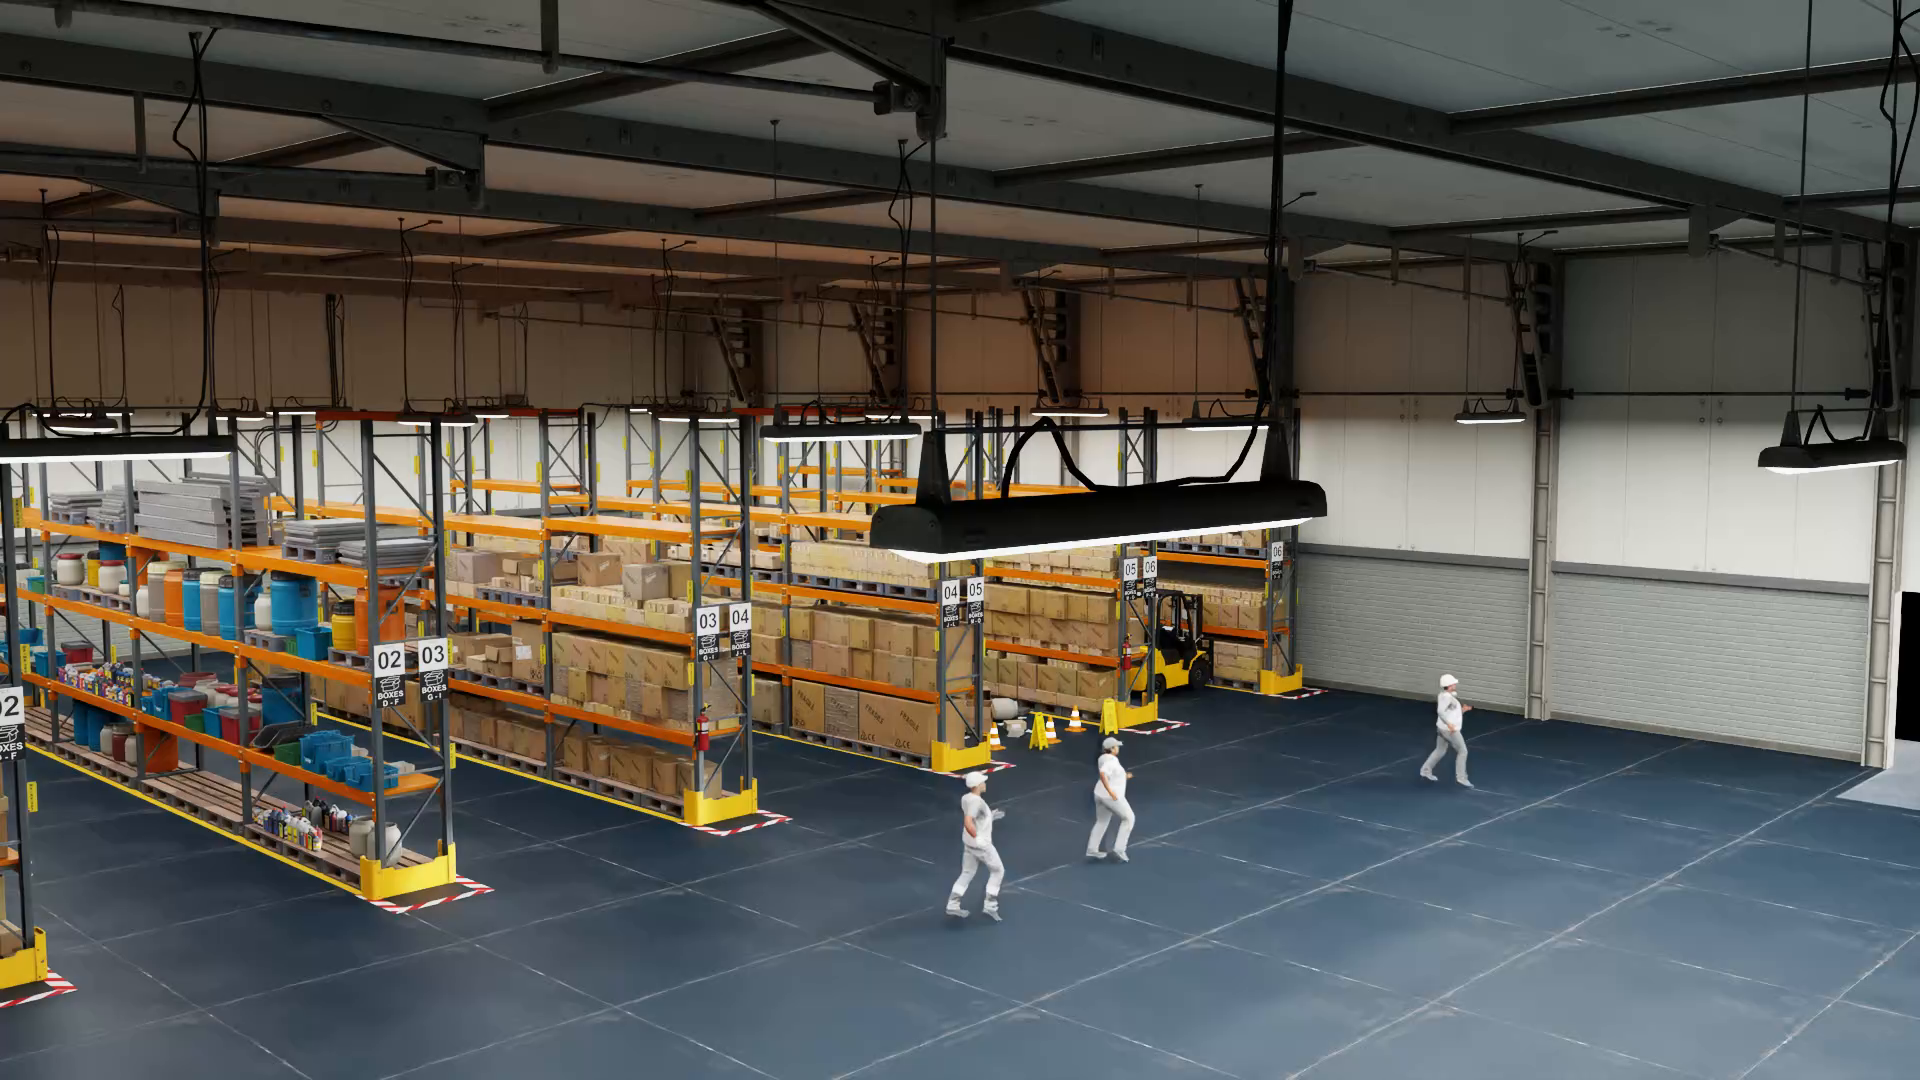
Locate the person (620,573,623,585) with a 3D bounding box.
[{"bbox_3d":[-9.001,1.601,43.896,0.700,1.696,0.793,-1,5,-11],"label":"person"}]

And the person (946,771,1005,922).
[{"bbox_3d":[0.214,3.678,19.872,0.774,1.846,0.643,-2,6,-25],"label":"person"}]

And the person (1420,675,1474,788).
[{"bbox_3d":[7.847,3.070,26.740,0.825,1.822,0.633,0,5,-2],"label":"person"}]

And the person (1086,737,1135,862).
[{"bbox_3d":[2.039,3.518,22.492,0.673,1.709,0.581,-2,5,-23],"label":"person"}]

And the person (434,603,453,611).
[{"bbox_3d":[-12.384,1.913,40.030,0.781,1.795,0.689,4,6,39],"label":"person"}]
